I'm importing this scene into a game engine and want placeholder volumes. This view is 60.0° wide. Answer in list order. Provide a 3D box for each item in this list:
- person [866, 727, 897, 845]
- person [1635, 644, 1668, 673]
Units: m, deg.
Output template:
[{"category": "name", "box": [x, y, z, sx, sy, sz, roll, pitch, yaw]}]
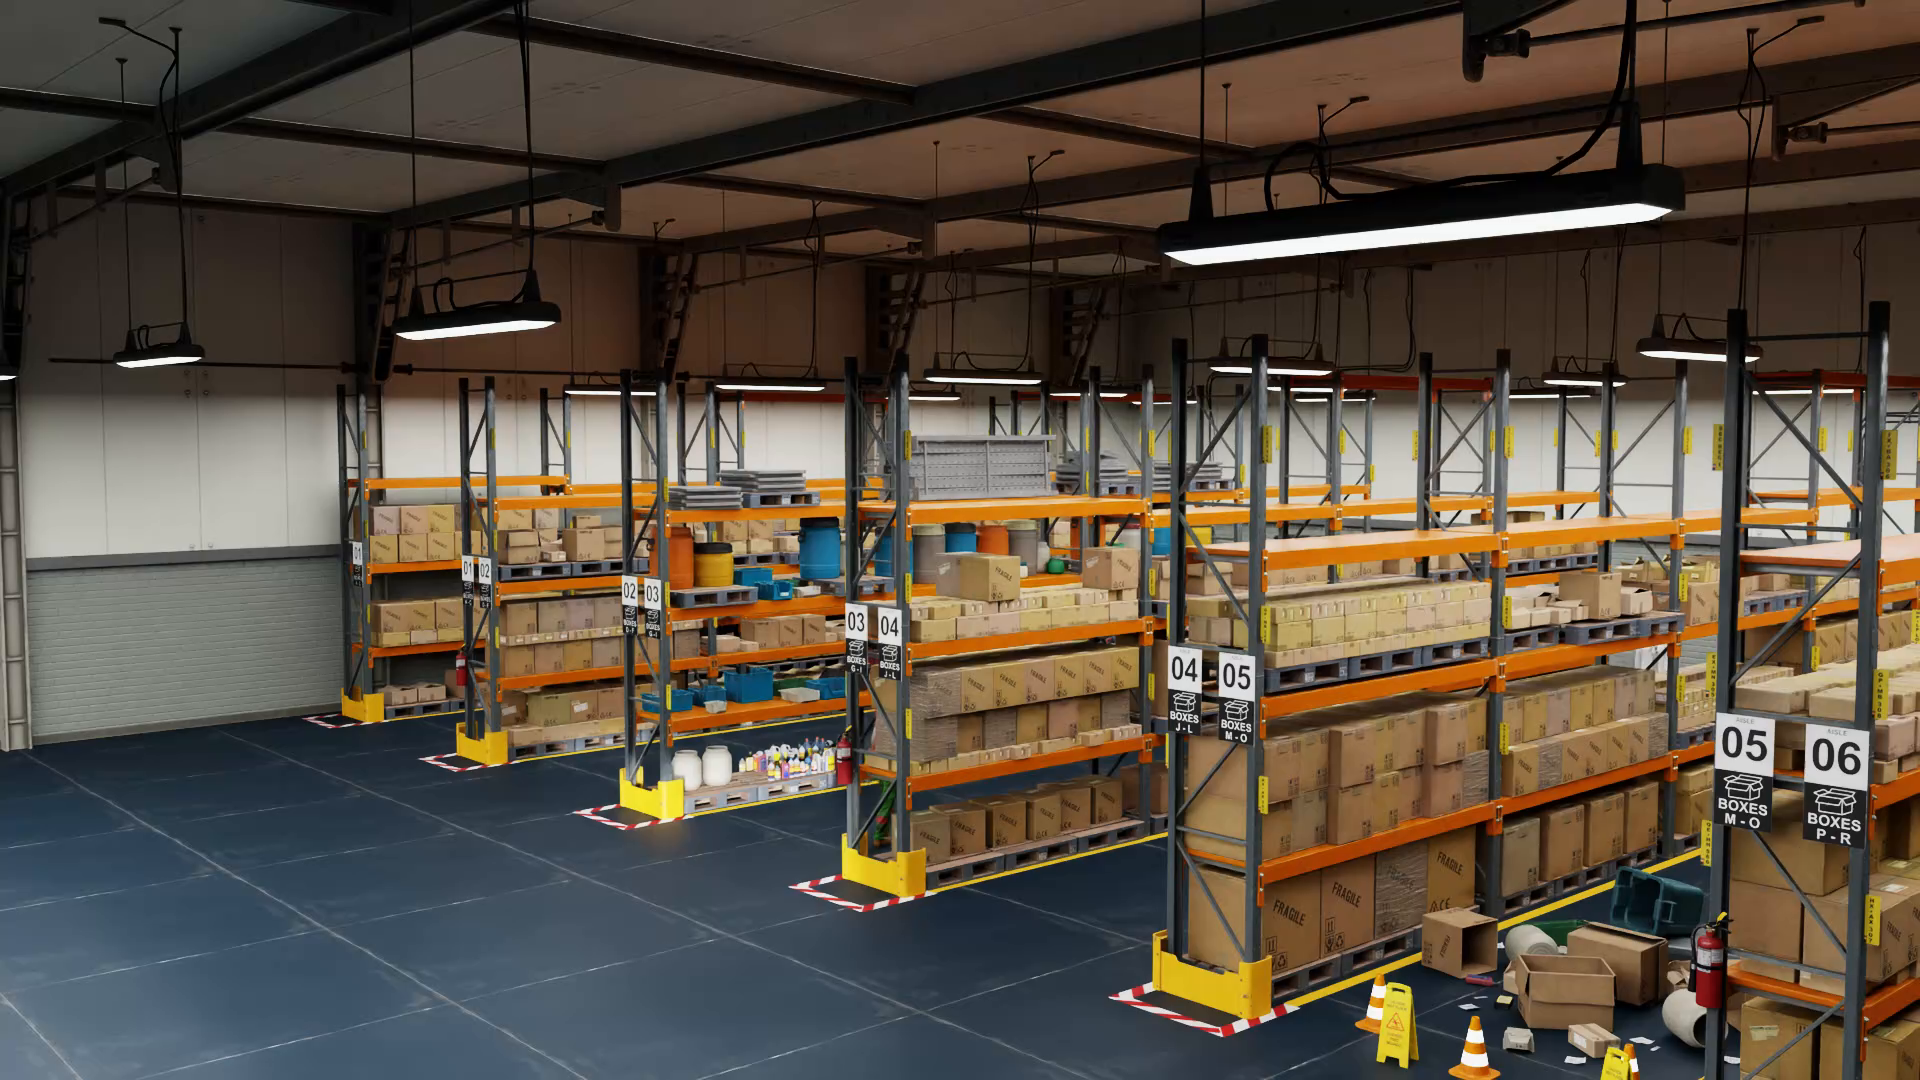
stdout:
[{"category": "person", "box": [-0.882, 2.919, 20.766, 0.547, 1.807, 0.542, 3, 5, 39]}, {"category": "person", "box": [12.397, 2.372, 29.739, 0.558, 1.664, 1.085, 1, 4, 10]}]
